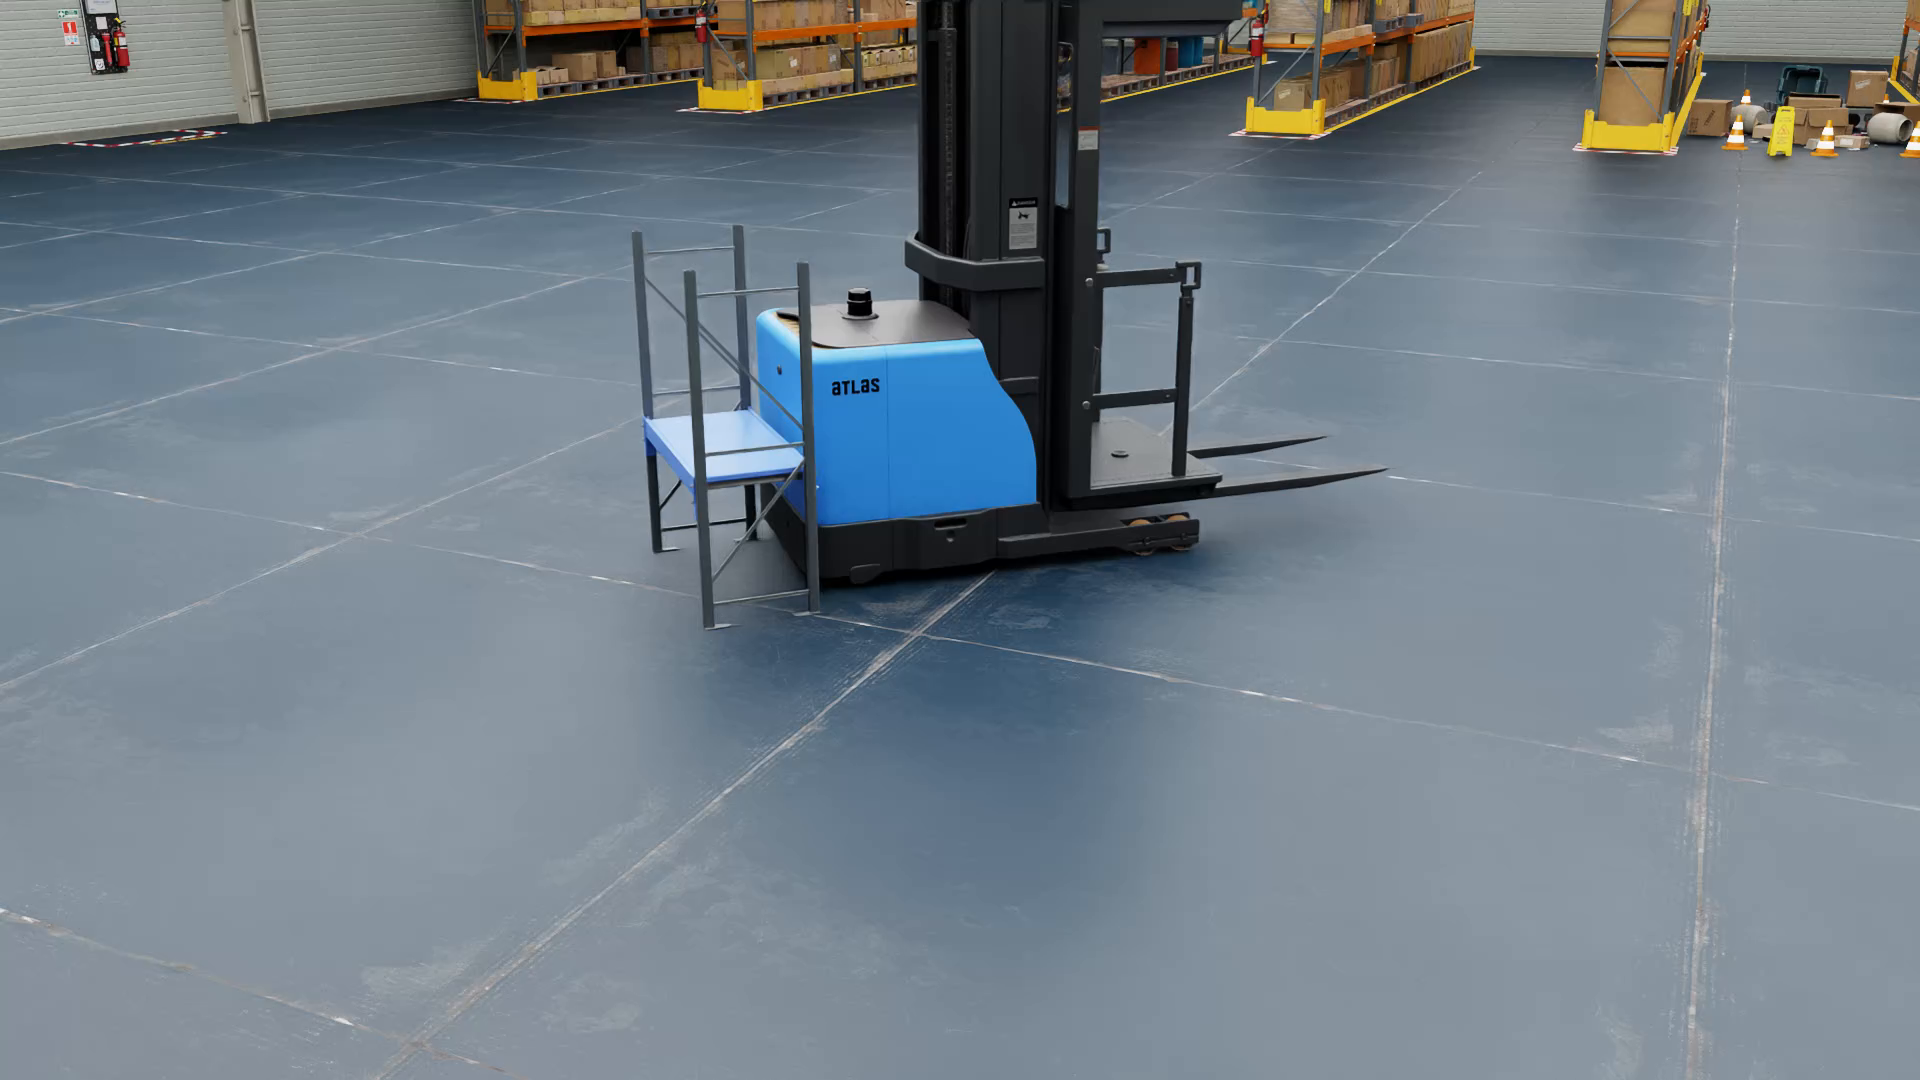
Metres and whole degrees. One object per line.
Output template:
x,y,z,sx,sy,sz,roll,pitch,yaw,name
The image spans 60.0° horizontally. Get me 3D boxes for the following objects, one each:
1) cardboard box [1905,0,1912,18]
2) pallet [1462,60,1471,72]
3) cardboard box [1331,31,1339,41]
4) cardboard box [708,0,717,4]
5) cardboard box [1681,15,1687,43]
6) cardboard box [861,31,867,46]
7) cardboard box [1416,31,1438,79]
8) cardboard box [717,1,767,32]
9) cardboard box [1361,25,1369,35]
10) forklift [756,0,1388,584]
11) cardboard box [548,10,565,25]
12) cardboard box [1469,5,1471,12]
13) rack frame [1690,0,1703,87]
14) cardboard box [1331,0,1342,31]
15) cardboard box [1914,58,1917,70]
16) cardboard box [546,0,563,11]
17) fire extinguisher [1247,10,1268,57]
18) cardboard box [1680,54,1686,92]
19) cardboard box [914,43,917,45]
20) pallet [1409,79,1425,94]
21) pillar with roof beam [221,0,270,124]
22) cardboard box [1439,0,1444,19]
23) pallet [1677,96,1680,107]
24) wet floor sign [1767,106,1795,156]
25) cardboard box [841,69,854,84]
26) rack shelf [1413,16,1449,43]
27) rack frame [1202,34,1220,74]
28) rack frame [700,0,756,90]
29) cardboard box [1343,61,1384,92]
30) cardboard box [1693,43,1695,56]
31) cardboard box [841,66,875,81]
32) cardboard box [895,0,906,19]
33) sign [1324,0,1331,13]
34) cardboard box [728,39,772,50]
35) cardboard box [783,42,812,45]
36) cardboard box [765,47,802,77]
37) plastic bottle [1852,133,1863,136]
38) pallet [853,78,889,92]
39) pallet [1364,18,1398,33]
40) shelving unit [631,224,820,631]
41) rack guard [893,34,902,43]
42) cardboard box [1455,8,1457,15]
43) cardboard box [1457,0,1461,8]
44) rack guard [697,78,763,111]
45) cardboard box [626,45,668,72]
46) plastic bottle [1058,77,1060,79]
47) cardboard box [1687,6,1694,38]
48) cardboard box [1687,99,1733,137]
20.119,-11.176,34.769,0.500,0.500,0.500,8,21,22,cardboard box
11.280,-11.027,38.661,1.003,0.211,1.213,9,21,23,pallet
5.747,-7.944,26.205,0.380,0.149,0.250,9,21,23,cardboard box
-5.684,-12.124,36.779,0.700,0.500,0.500,6,21,18,cardboard box
10.761,-8.001,25.767,0.875,0.550,0.550,9,21,23,cardboard box
-2.838,-12.957,43.029,0.700,0.500,0.500,9,22,24,cardboard box
8.934,-9.827,33.669,1.225,0.875,0.875,9,21,23,cardboard box
-3.849,-9.254,29.363,0.700,0.500,0.500,9,21,23,cardboard box
6.691,-8.628,28.129,0.380,0.149,0.250,9,21,23,cardboard box
0.604,-1.467,7.721,3.031,2.935,1.130,-7,21,-18,forklift
-7.883,-9.949,31.662,0.500,0.250,0.500,8,21,21,cardboard box
11.482,-12.167,38.080,0.380,0.149,0.250,9,21,23,cardboard box
14.382,-10.662,33.472,1.000,3.000,0.127,9,21,23,rack frame
5.574,-8.373,26.443,0.875,0.500,0.500,9,21,23,cardboard box
19.660,-9.455,33.276,0.875,0.438,0.875,8,21,21,cardboard box
-7.891,-10.291,31.503,0.500,0.500,0.500,9,21,23,cardboard box
4.517,-7.697,25.250,0.296,0.674,0.183,9,21,23,fire extinguisher
12.413,-8.403,29.852,1.050,0.750,0.750,8,21,22,cardboard box
-0.766,-10.484,35.611,0.500,0.311,0.500,9,22,24,cardboard box
8.652,-9.068,33.150,1.003,0.211,1.213,9,21,23,pallet
-7.605,-10.478,24.003,9.100,9.000,0.400,9,21,23,pillar with roof beam
9.747,-11.090,34.526,0.500,0.500,0.500,9,22,24,cardboard box
12.352,-7.895,29.853,1.003,0.211,1.213,9,21,23,pallet
11.263,-5.604,22.763,0.267,0.644,0.232,5,20,13,wet floor sign
-2.404,-9.019,32.329,0.500,0.250,0.500,9,21,23,cardboard box
9.079,-10.423,33.874,1.077,0.370,4.000,9,21,23,rack shelf
5.380,-12.053,37.384,1.000,3.000,0.127,9,21,23,rack frame
-4.052,-9.066,28.983,1.000,3.000,0.127,9,21,23,rack frame
7.335,-8.456,30.345,0.700,0.500,0.500,7,21,18,cardboard box
13.881,-9.454,32.061,0.500,0.250,0.500,8,21,20,cardboard box
-2.023,-9.280,33.063,0.500,0.250,0.500,8,21,21,cardboard box
-1.448,-11.043,34.395,0.500,0.500,0.500,7,21,20,cardboard box
5.479,-8.039,24.804,0.100,0.325,0.005,9,21,23,sign
-4.876,-11.581,38.639,0.750,0.750,0.750,8,21,22,cardboard box
-3.087,-9.291,31.976,0.500,0.500,0.500,9,21,23,cardboard box
-3.233,-8.762,30.488,0.500,0.500,0.500,9,21,23,cardboard box
13.424,-6.046,24.879,0.133,0.061,0.283,13,23,32,plastic bottle
-2.148,-9.205,33.537,1.003,0.211,1.213,9,21,23,pallet
7.068,-9.051,29.229,1.003,0.211,1.213,9,21,23,pallet
-1.022,-0.522,7.198,0.538,1.500,1.048,-8,21,-20,shelving unit
-2.011,-13.465,45.084,1.175,0.500,0.348,9,21,23,rack guard
10.644,-11.541,36.320,0.380,0.149,0.250,8,21,21,cardboard box
10.745,-11.861,36.624,0.500,0.250,0.500,9,22,24,cardboard box
-4.062,-7.880,29.381,1.175,0.500,0.348,9,21,23,rack guard
-6.648,-10.224,35.314,0.700,0.500,0.500,9,22,25,cardboard box
1.788,-8.147,29.799,0.061,0.283,0.133,9,21,23,plastic bottle
11.567,-8.387,26.927,0.500,0.500,0.500,9,21,23,cardboard box
11.407,-6.425,25.284,0.500,0.500,0.500,13,23,32,cardboard box
